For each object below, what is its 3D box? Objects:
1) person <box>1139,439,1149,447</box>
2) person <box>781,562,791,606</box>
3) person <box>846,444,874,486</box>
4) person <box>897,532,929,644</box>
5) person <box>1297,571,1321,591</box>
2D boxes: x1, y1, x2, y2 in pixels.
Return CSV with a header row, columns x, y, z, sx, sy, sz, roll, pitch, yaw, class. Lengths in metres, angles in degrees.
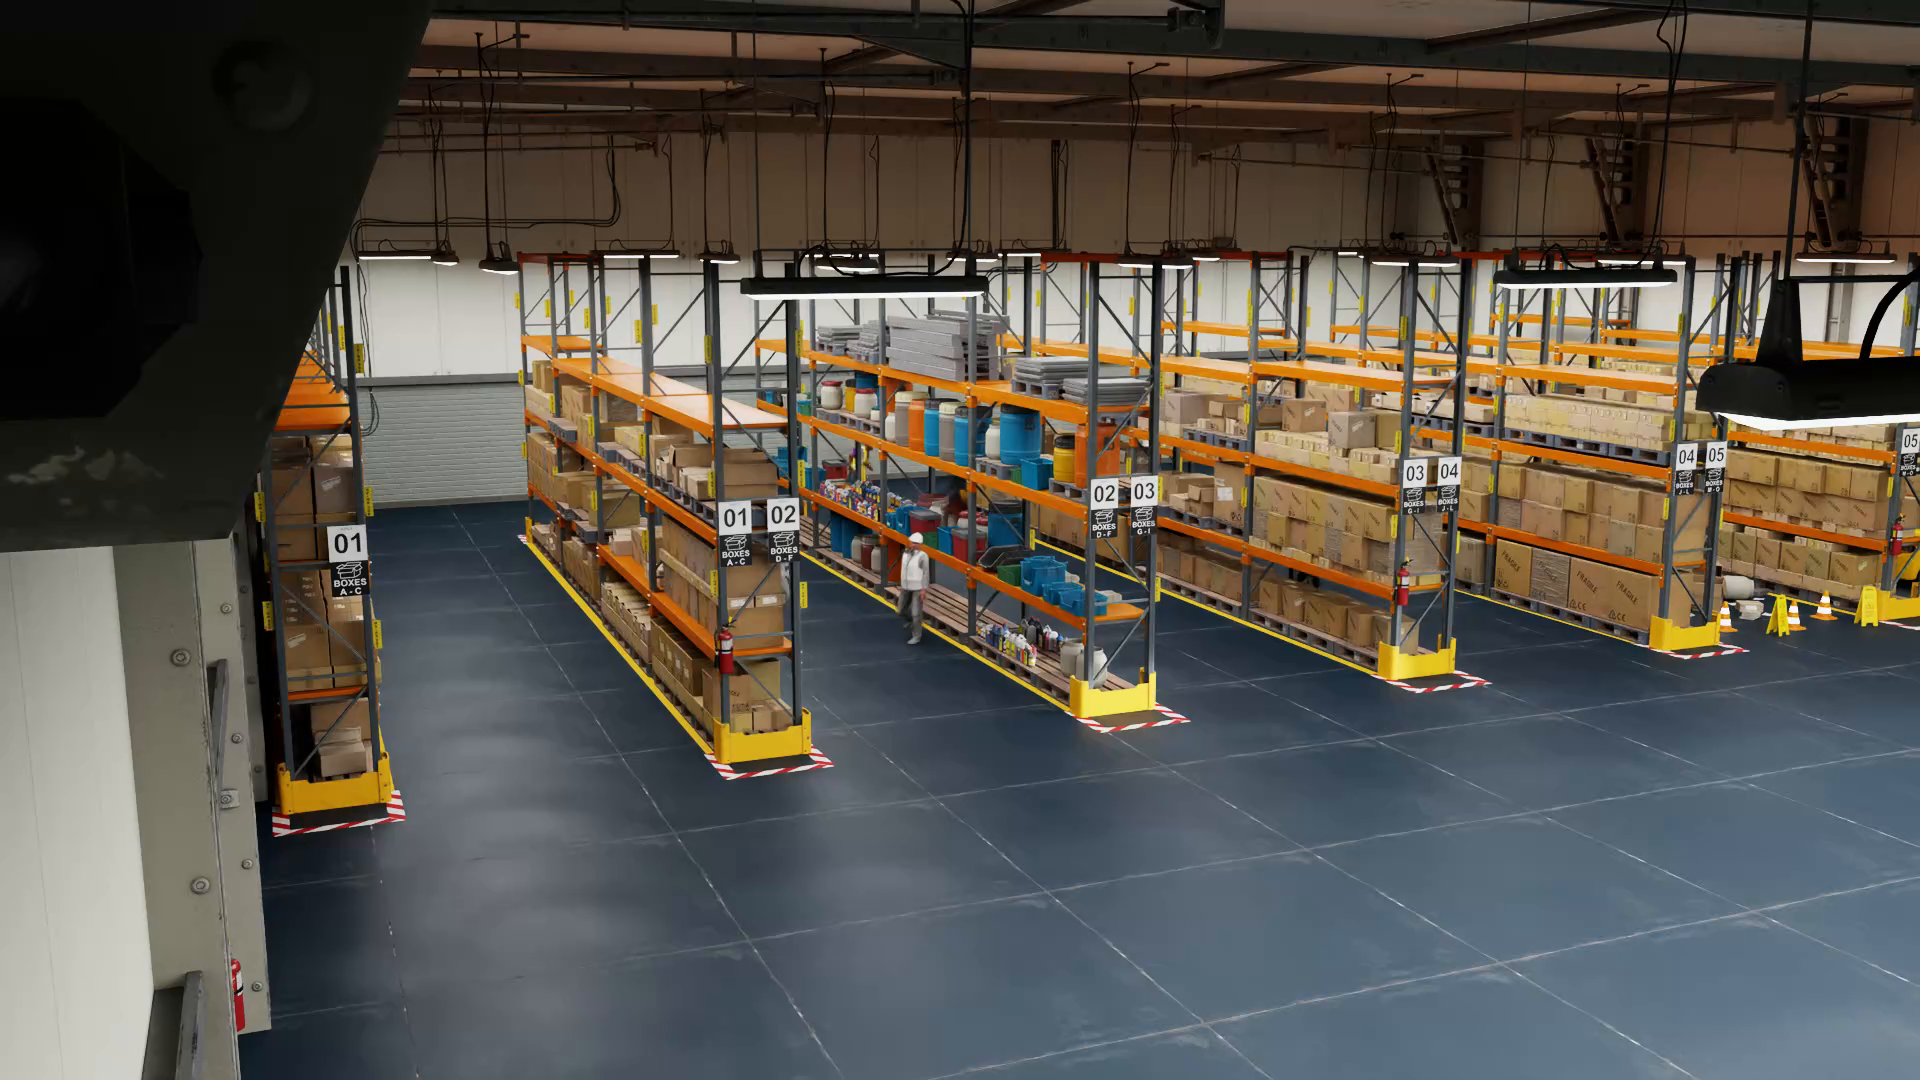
x,y,z,sx,sy,sz,roll,pitch,yaw,class
4.861,-2.324,42.726,0.648,1.846,0.804,4,11,22,person
-3.004,0.616,27.326,0.606,1.573,0.746,-9,14,-40,person
-2.513,-1.607,39.294,1.090,1.609,0.720,1,10,5,person
-0.730,0.732,26.154,0.721,1.765,0.543,7,13,35,person
6.358,0.163,29.688,0.697,1.588,1.193,-4,11,-21,person
